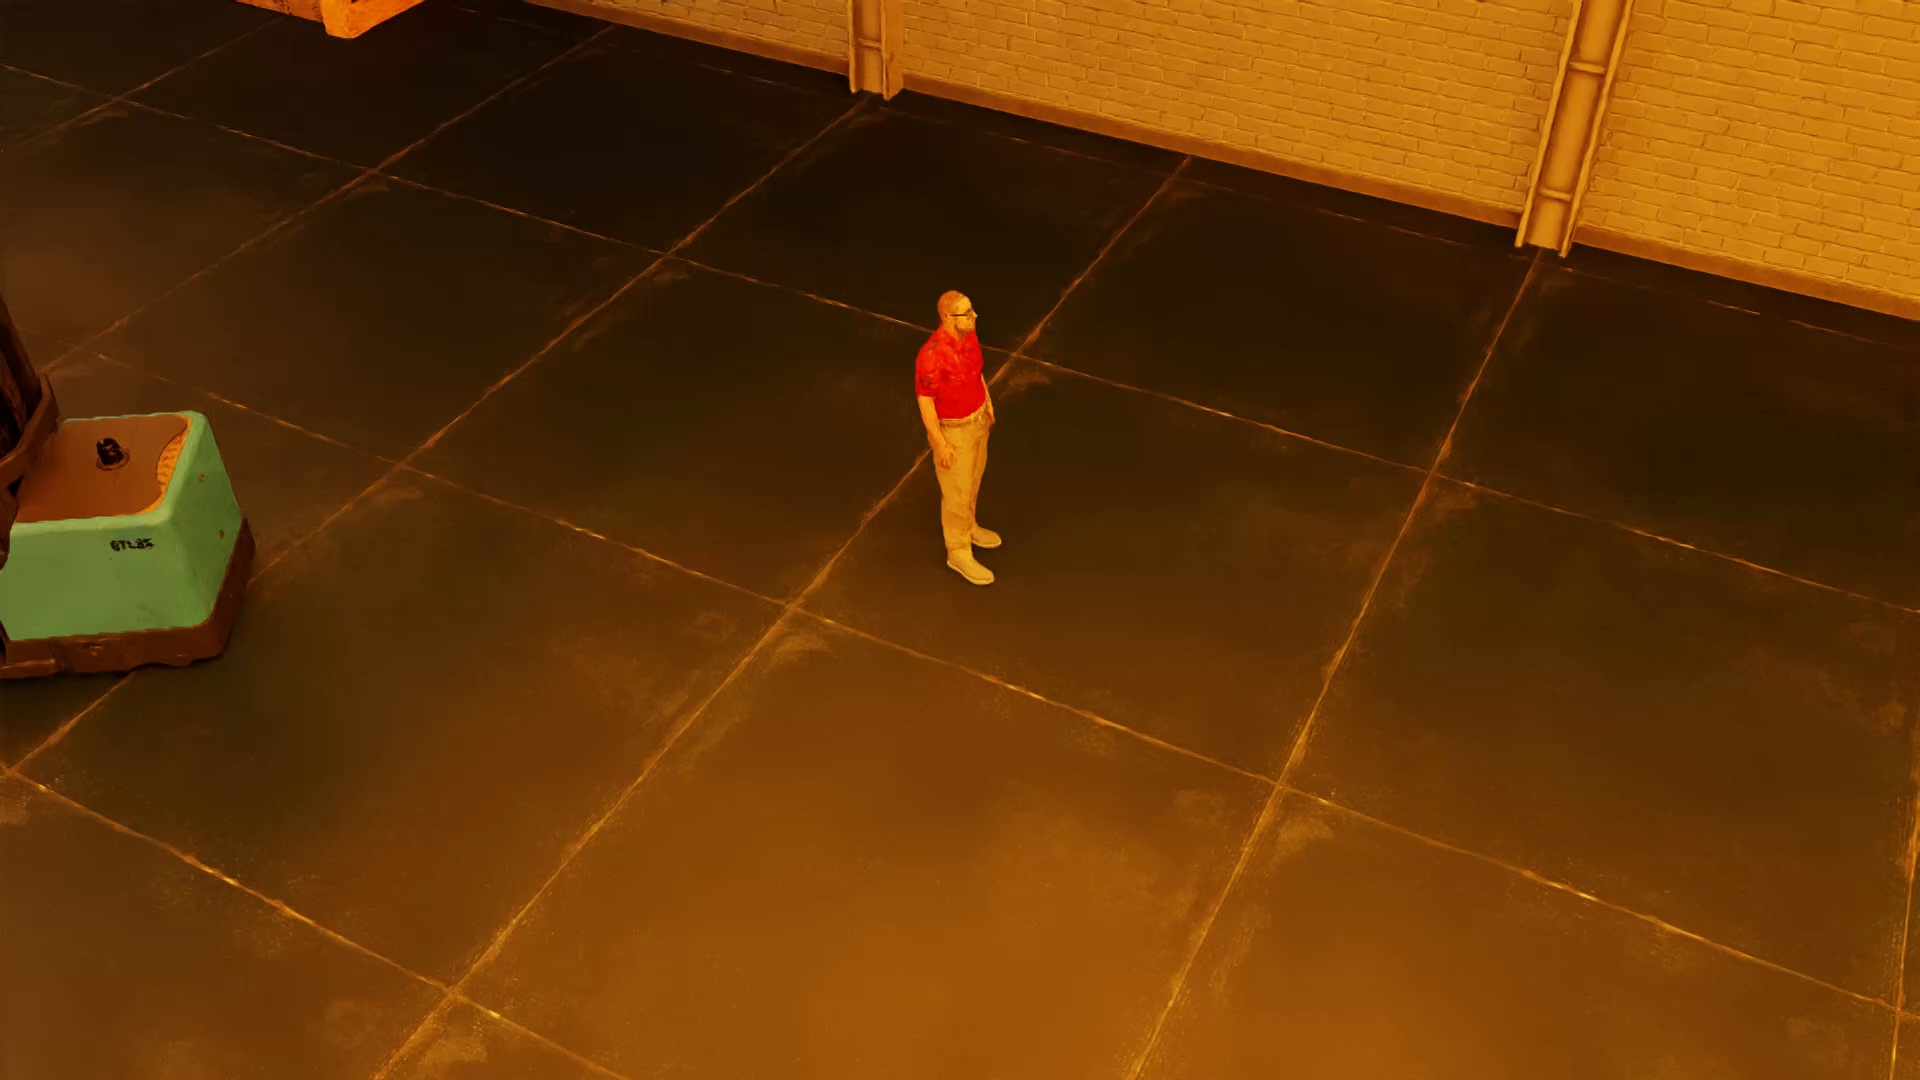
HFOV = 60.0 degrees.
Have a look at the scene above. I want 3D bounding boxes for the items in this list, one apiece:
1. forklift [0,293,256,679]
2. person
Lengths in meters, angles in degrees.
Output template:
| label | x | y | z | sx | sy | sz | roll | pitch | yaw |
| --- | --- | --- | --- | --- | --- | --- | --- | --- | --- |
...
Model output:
| label | x | y | z | sx | sy | sz | roll | pitch | yaw |
| --- | --- | --- | --- | --- | --- | --- | --- | --- | --- |
| forklift | -5.722 | -0.623 | 8.726 | 3.031 | 2.935 | 1.130 | -5 | 40 | -5 |
| person | 0.074 | -0.633 | 9.661 | 0.550 | 1.726 | 0.640 | 18 | 43 | 21 |
